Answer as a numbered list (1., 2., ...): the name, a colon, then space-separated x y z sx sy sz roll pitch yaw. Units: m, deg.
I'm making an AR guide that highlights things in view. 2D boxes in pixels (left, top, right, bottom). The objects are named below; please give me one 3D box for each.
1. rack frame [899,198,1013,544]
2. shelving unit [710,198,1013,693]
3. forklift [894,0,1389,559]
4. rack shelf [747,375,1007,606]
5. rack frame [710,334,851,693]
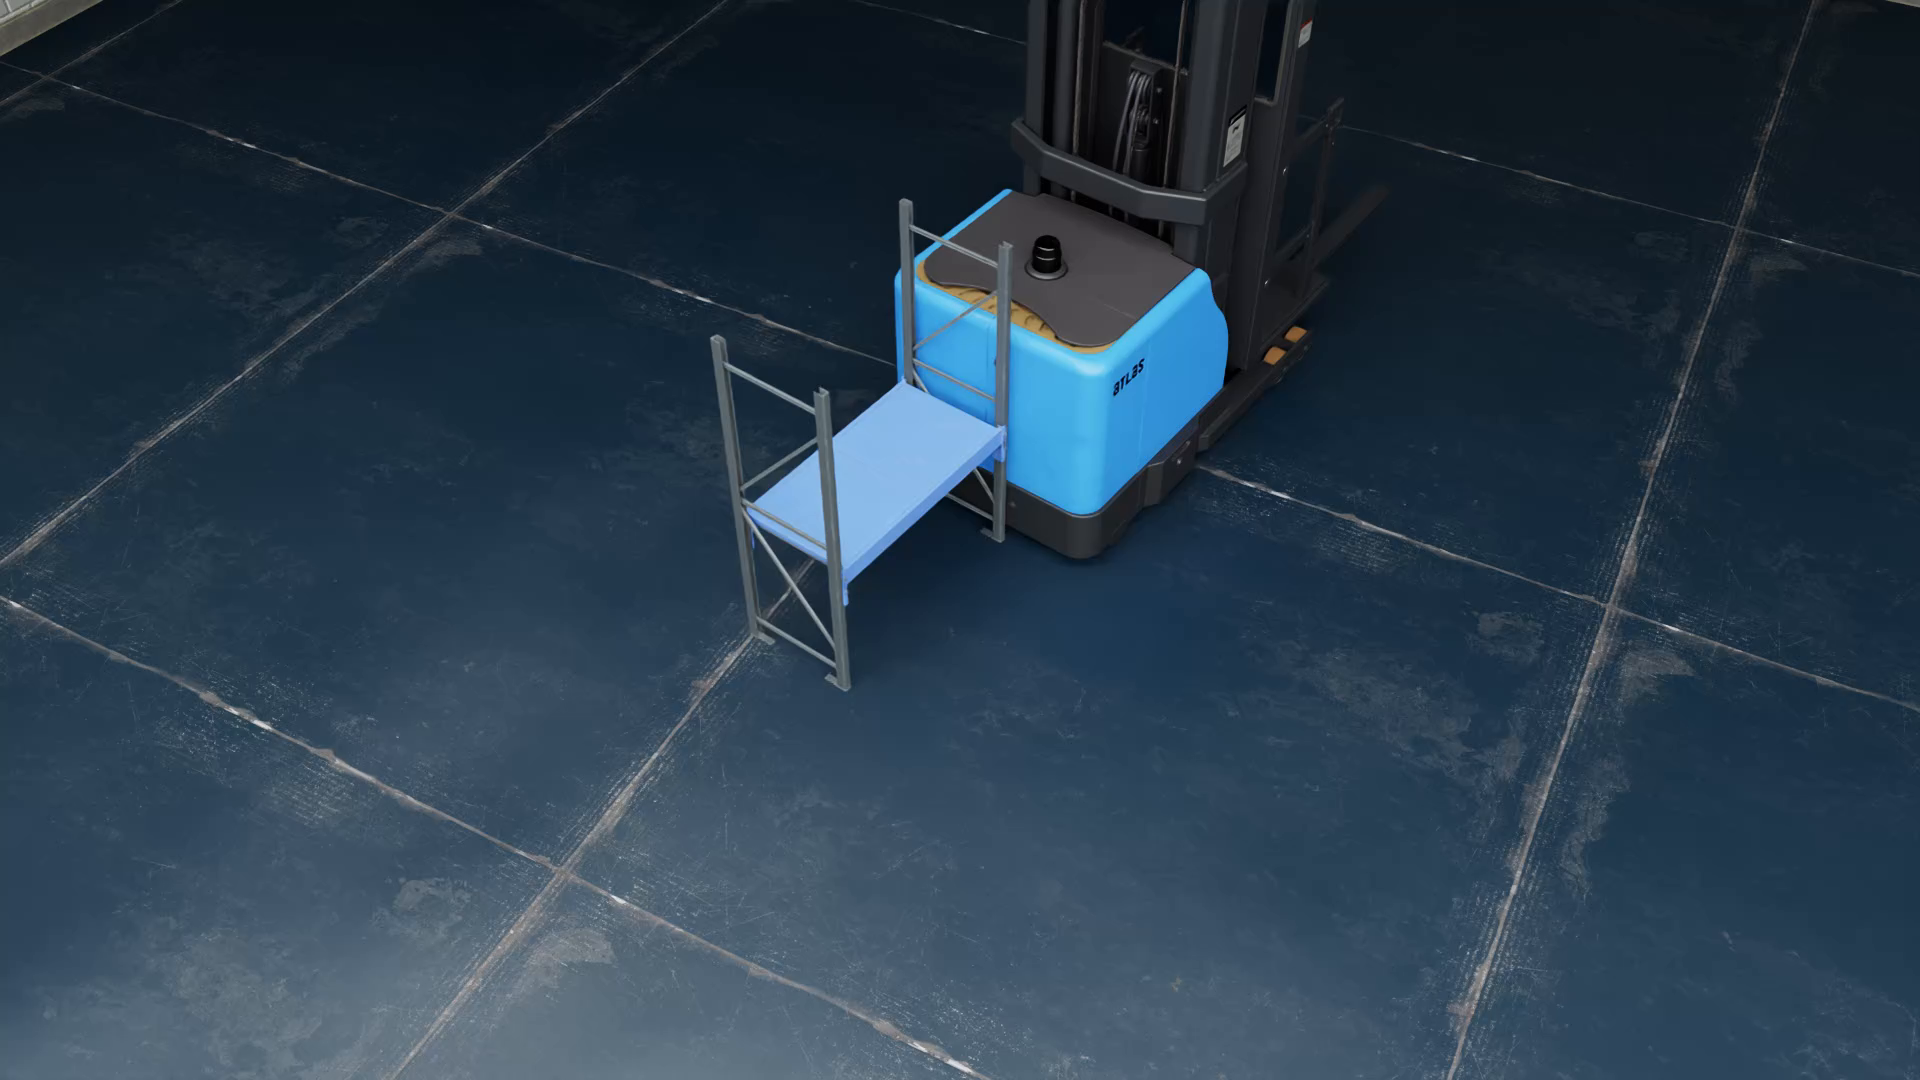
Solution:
1. rack frame: -0.019 -0.628 6.596 0.500 1.500 0.032 28 52 25
2. shelving unit: -0.325 -0.340 6.311 0.538 1.500 1.048 28 52 25
3. forklift: 1.012 -1.955 6.901 1.130 2.935 3.031 28 52 25
4. rack shelf: -0.325 -0.213 6.439 0.538 0.185 1.000 28 52 25
5. rack frame: -0.632 -0.051 6.026 0.500 1.500 0.032 28 52 25
